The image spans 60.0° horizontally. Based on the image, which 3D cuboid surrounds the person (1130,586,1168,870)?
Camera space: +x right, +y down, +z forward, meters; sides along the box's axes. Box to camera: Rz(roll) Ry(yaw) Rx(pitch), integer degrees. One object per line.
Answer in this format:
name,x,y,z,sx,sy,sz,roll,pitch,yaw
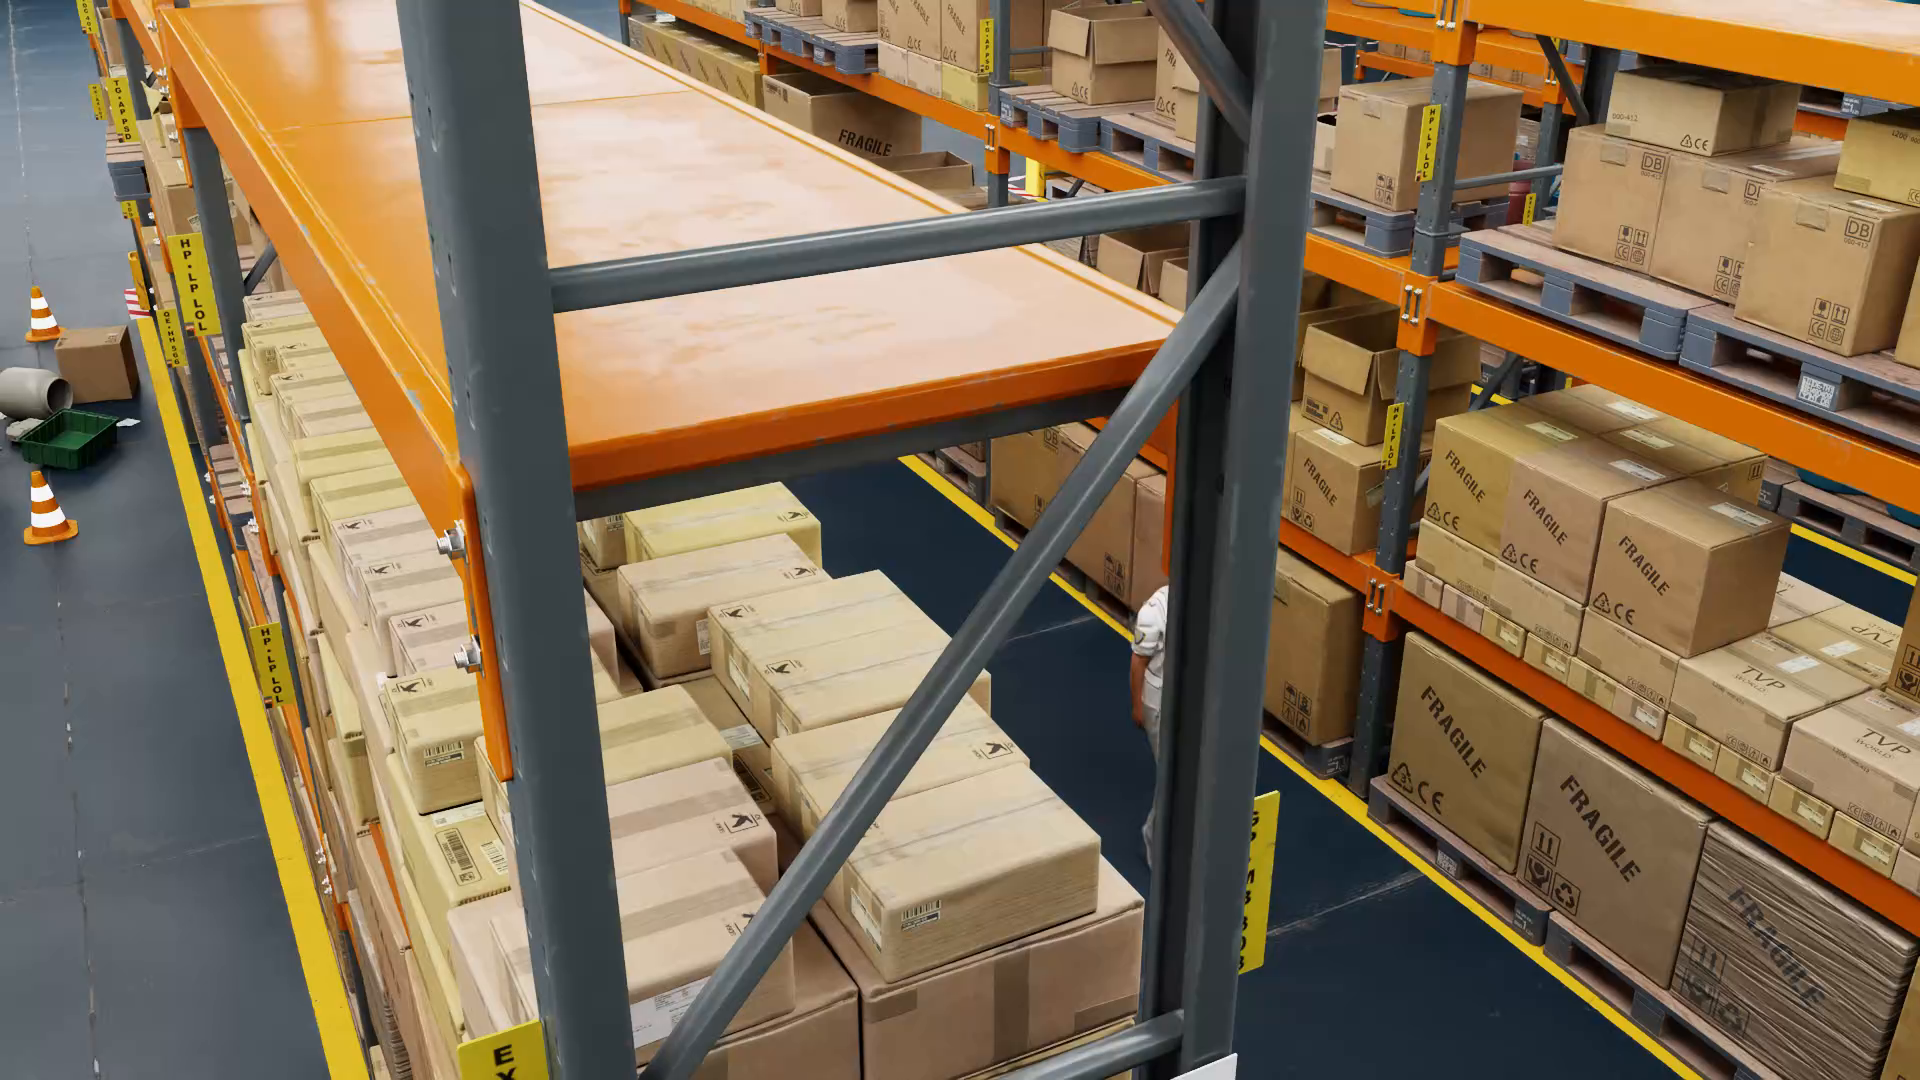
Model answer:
person,1.091,0.822,7.927,0.479,1.712,0.475,-14,29,-26
